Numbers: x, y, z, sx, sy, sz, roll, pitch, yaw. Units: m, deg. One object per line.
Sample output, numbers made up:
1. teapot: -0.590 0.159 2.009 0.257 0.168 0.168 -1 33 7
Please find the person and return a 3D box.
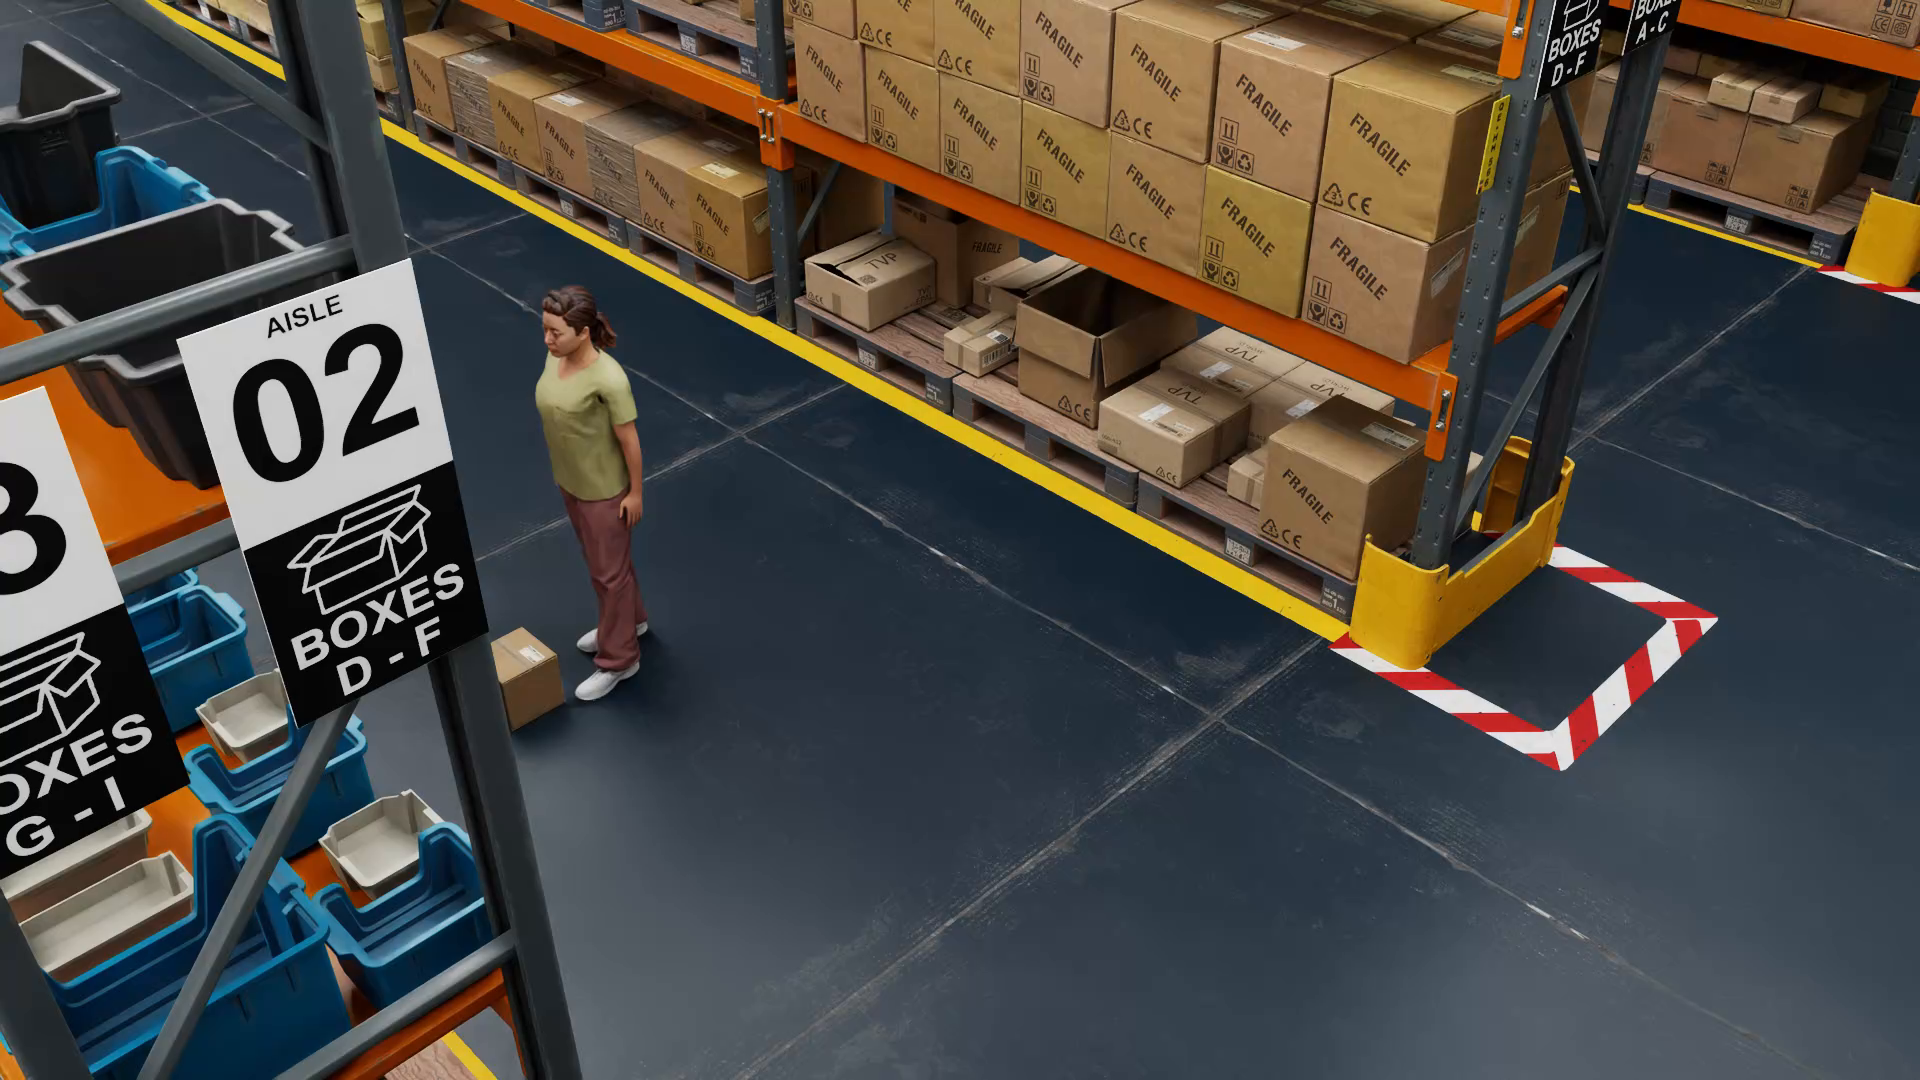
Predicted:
1. person: -1.469 -0.195 6.418 0.494 1.678 0.456 -30 45 -35
